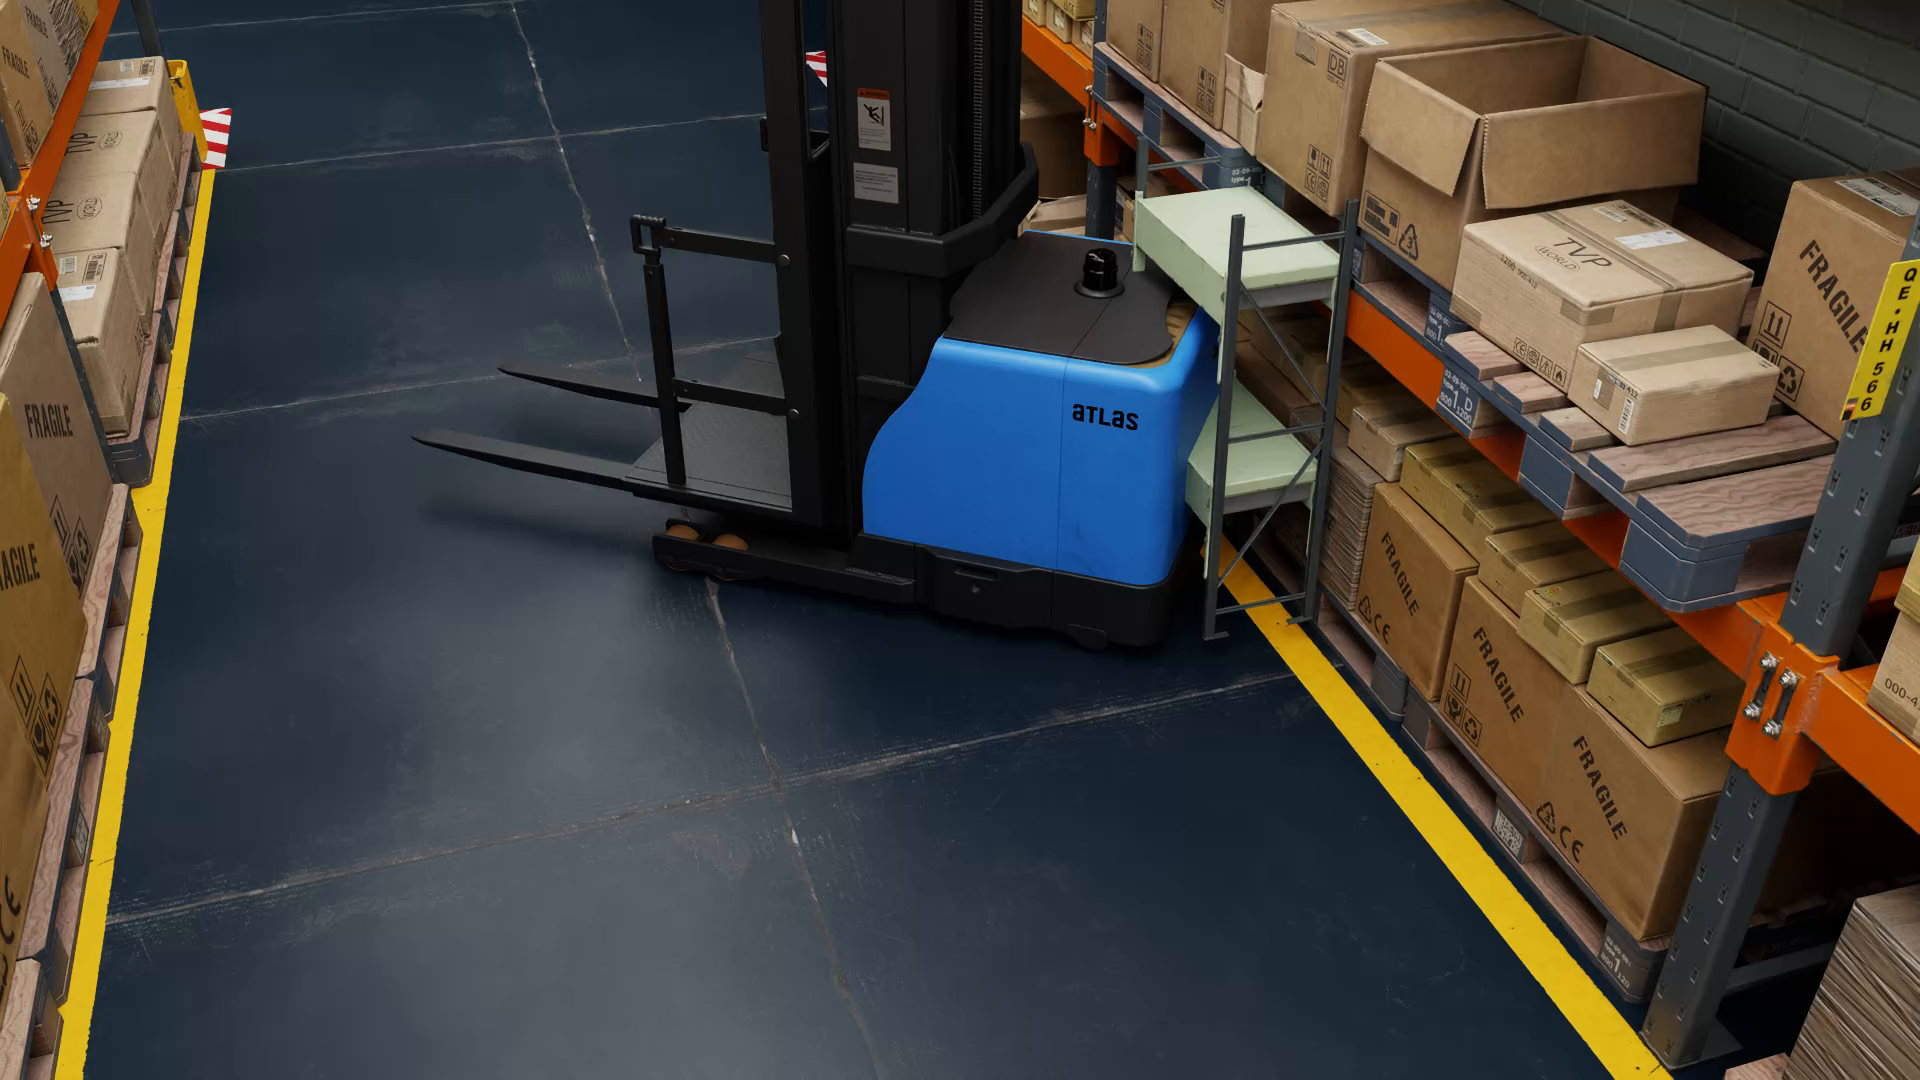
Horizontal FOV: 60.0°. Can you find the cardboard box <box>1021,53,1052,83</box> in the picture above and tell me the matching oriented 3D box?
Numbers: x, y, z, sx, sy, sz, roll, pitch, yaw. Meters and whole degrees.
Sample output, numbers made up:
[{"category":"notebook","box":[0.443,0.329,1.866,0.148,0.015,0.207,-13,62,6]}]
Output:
[{"category":"cardboard box","box":[0.196,-2.264,8.842,0.500,0.500,0.500,-9,35,-14]}]

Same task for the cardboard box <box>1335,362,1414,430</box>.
[{"category":"cardboard box","box":[1.454,-0.477,5.549,0.380,0.149,0.250,-10,35,-15]}]

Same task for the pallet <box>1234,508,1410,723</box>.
[{"category":"pallet","box":[1.690,0.107,5.897,1.003,0.211,1.213,-10,35,-15]}]

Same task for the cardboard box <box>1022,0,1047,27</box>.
[{"category":"cardboard box","box":[0.490,-2.404,7.396,0.380,0.149,0.250,-9,35,-13]}]

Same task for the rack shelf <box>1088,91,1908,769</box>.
[{"category":"rack shelf","box":[1.640,-0.769,5.345,1.077,0.370,4.000,-10,35,-15]}]

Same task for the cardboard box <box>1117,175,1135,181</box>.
[{"category":"cardboard box","box":[0.921,-1.719,8.335,0.380,0.149,0.250,-10,35,-15]}]

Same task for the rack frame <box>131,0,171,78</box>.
[{"category":"rack frame","box":[-4.916,-3.382,8.648,1.000,3.000,0.127,-10,35,-15]}]

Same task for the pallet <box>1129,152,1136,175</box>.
[{"category":"pallet","box":[0.446,-1.958,9.021,1.003,0.211,1.213,-10,35,-15]}]

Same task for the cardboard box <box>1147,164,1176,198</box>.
[{"category":"cardboard box","box":[0.944,-1.423,6.711,0.380,0.149,0.250,-11,35,-16]}]

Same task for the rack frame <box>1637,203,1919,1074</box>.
[{"category":"rack frame","box":[2.250,-0.019,3.557,1.000,3.000,0.127,-10,35,-15]}]

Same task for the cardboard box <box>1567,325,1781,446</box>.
[{"category":"cardboard box","box":[1.684,-0.369,3.935,0.380,0.149,0.250,-9,35,-14]}]

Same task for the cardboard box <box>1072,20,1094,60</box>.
[{"category":"cardboard box","box":[0.692,-2.139,6.994,0.380,0.149,0.250,-10,35,-14]}]

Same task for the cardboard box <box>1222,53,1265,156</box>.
[{"category":"cardboard box","box":[1.088,-1.444,5.455,0.396,0.266,0.258,-8,34,-12]}]

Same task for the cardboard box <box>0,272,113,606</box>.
[{"category":"cardboard box","box":[-3.431,-0.259,5.467,0.875,0.875,0.875,-9,34,-13]}]

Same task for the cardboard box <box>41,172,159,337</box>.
[{"category":"cardboard box","box":[-4.059,-1.206,7.297,0.875,0.438,0.875,-11,35,-16]}]

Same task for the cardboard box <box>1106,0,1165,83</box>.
[{"category":"cardboard box","box":[0.965,-2.044,6.151,0.700,0.500,0.500,-9,35,-14]}]

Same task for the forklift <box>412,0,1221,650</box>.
[{"category":"forklift","box":[-0.592,-1.337,5.614,3.031,2.935,1.130,11,35,16]}]

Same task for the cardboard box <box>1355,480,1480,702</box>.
[{"category":"cardboard box","box":[1.612,0.124,5.227,0.500,0.500,0.500,-9,34,-13]}]

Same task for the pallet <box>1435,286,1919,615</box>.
[{"category":"pallet","box":[1.977,-0.283,4.131,1.213,0.211,1.003,-10,35,-15]}]

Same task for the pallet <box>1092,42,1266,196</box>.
[{"category":"pallet","box":[1.170,-1.601,6.126,1.003,0.211,1.213,-10,35,-15]}]

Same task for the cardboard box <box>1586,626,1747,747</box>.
[{"category":"cardboard box","box":[1.858,0.362,4.280,0.380,0.149,0.250,-12,35,-17]}]

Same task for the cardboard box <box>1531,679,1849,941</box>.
[{"category":"cardboard box","box":[1.916,0.663,4.412,0.500,0.500,0.500,-9,35,-13]}]

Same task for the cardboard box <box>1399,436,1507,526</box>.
[{"category":"cardboard box","box":[1.593,-0.199,5.129,0.380,0.149,0.250,-11,35,-15]}]

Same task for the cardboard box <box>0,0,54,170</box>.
[{"category":"cardboard box","box":[-3.590,-1.614,5.881,0.500,0.500,0.500,-9,34,-13]}]

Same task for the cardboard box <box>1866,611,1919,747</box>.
[{"category":"cardboard box","box":[2.153,0.318,3.184,0.500,0.250,0.500,-10,35,-15]}]

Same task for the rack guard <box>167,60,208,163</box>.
[{"category":"rack guard","box":[-4.923,-2.352,9.356,1.175,0.500,0.348,-10,35,-15]}]

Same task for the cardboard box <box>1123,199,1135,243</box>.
[{"category":"cardboard box","box":[0.886,-1.289,6.777,0.380,0.149,0.250,-8,34,-12]}]

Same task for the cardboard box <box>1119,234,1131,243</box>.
[{"category":"cardboard box","box":[0.963,-0.959,6.867,0.500,0.500,0.500,-9,34,-13]}]

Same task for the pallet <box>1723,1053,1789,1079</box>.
[{"category":"pallet","box":[2.464,1.584,3.662,1.003,0.211,1.213,-10,35,-15]}]

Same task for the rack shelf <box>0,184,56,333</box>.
[{"category":"rack shelf","box":[-3.086,0.068,4.079,1.077,0.370,4.000,-10,35,-15]}]

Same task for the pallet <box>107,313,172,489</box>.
[{"category":"pallet","box":[-3.853,-0.531,6.862,1.003,0.211,1.213,-10,35,-15]}]

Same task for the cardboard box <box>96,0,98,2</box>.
[{"category":"cardboard box","box":[-4.212,-2.681,7.495,0.500,0.500,0.500,-9,35,-13]}]

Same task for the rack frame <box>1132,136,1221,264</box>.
[{"category":"rack frame","box":[0.784,-0.703,5.842,0.400,1.500,0.023,-10,33,-13]}]

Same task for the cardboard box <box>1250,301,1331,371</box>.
[{"category":"cardboard box","box":[1.271,-0.744,5.953,0.380,0.149,0.250,-10,35,-15]}]

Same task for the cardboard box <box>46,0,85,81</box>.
[{"category":"cardboard box","box":[-3.885,-2.141,6.679,0.500,0.500,0.500,-10,35,-14]}]

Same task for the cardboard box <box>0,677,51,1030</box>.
[{"category":"cardboard box","box":[-2.876,0.684,4.041,0.875,0.875,0.875,-10,35,-14]}]

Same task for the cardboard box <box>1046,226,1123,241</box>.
[{"category":"cardboard box","box":[0.580,-1.348,7.774,0.380,0.149,0.250,-11,35,-16]}]

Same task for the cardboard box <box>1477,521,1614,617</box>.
[{"category":"cardboard box","box":[1.707,0.078,4.709,0.380,0.149,0.250,-11,35,-16]}]

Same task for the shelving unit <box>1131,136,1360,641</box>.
[{"category":"shelving unit","box":[0.890,-0.518,5.544,0.431,1.500,0.755,-10,33,-13]}]

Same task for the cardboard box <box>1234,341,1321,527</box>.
[{"category":"cardboard box","box":[1.283,-0.419,6.049,0.500,0.500,0.500,-11,35,-16]}]

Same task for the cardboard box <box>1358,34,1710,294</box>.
[{"category":"cardboard box","box":[1.576,-1.063,4.663,0.797,0.503,0.637,-11,35,-16]}]

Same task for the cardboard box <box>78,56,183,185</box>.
[{"category":"cardboard box","box":[-4.620,-2.159,8.739,0.875,0.438,0.875,-11,35,-16]}]

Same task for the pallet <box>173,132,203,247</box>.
[{"category":"pallet","box":[-4.598,-1.812,8.801,1.003,0.211,1.213,-10,35,-15]}]

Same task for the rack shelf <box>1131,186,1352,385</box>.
[{"category":"rack shelf","box":[0.882,-0.848,5.337,0.431,0.370,0.720,-10,33,-13]}]

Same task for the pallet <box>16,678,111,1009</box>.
[{"category":"pallet","box":[-3.013,0.915,4.673,1.003,0.211,1.213,-10,35,-15]}]
